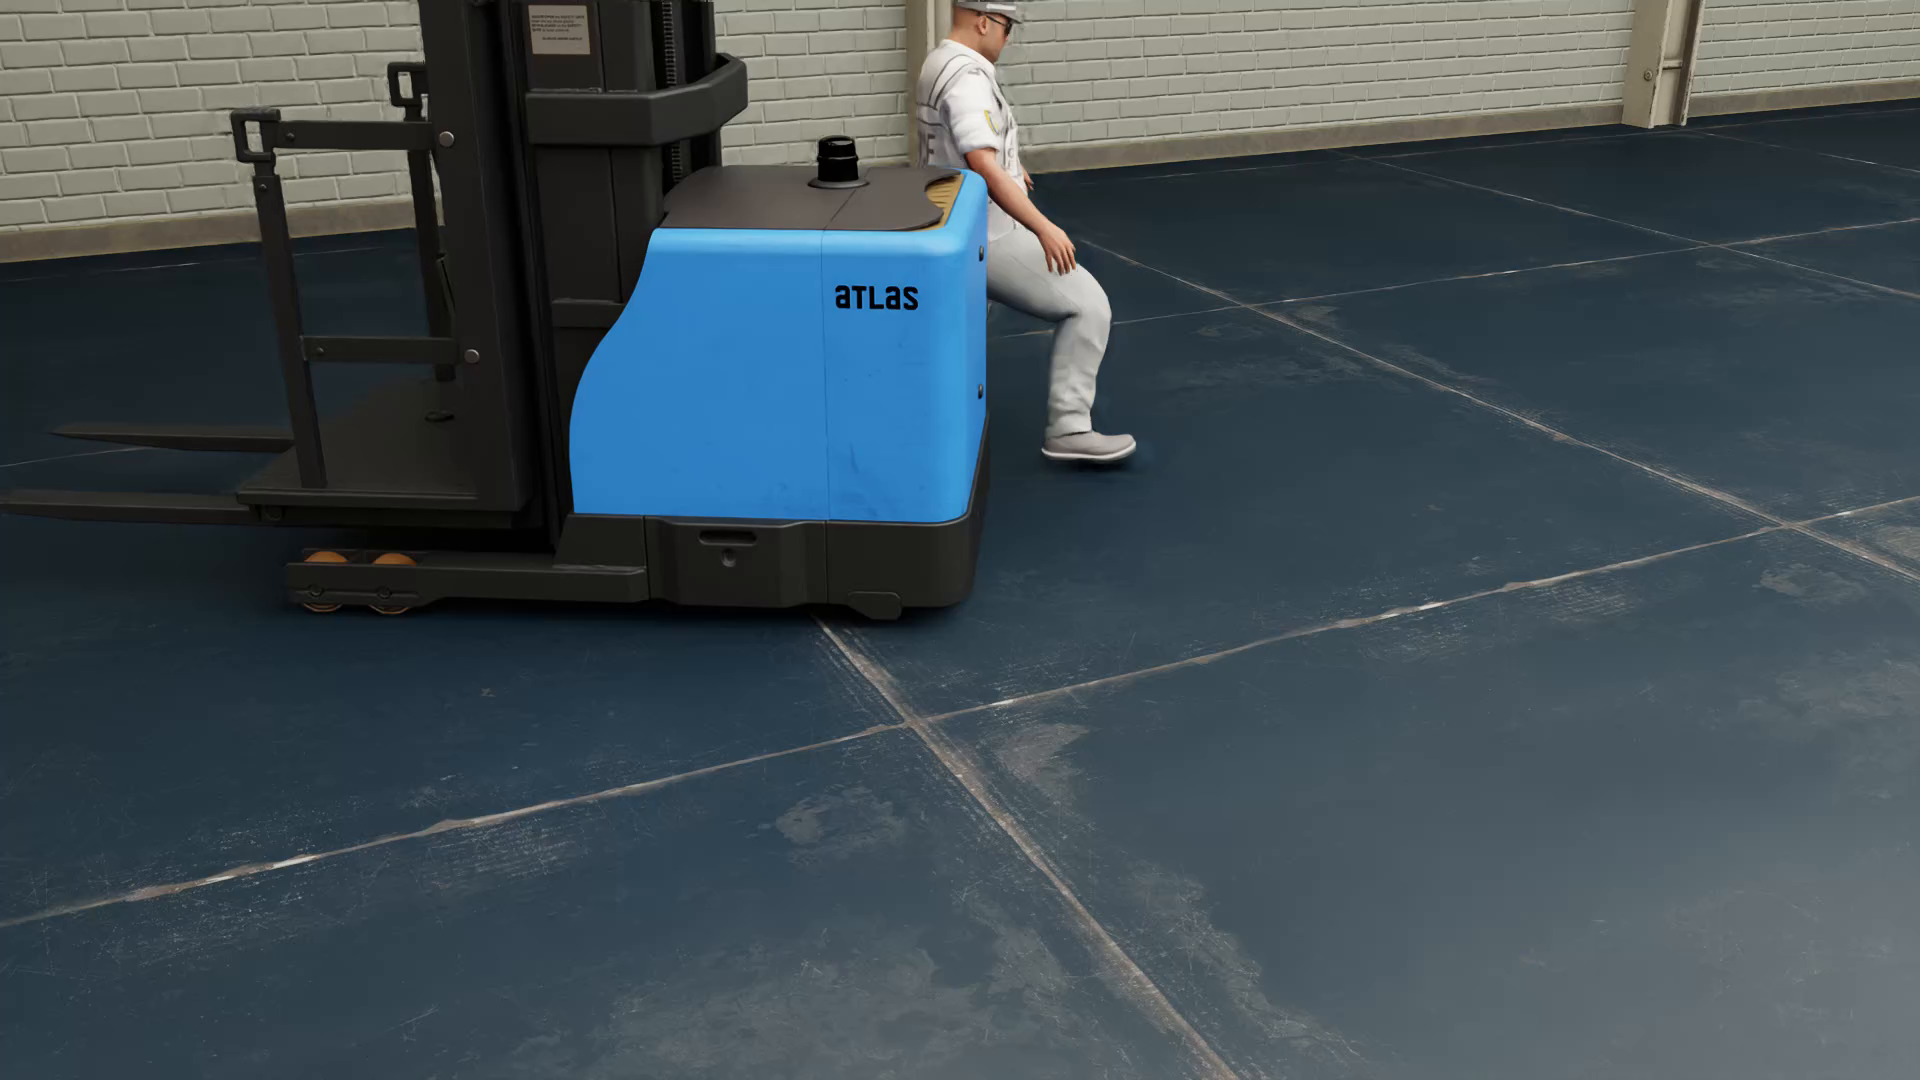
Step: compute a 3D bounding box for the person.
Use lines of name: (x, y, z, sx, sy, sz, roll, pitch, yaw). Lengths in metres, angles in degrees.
person: (0.106, -1.095, 5.745, 0.825, 1.625, 1.001, -5, 23, -12)

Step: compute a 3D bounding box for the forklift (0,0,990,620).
forklift: (-1.449, -1.346, 4.527, 3.031, 2.935, 1.130, 2, 23, 4)
